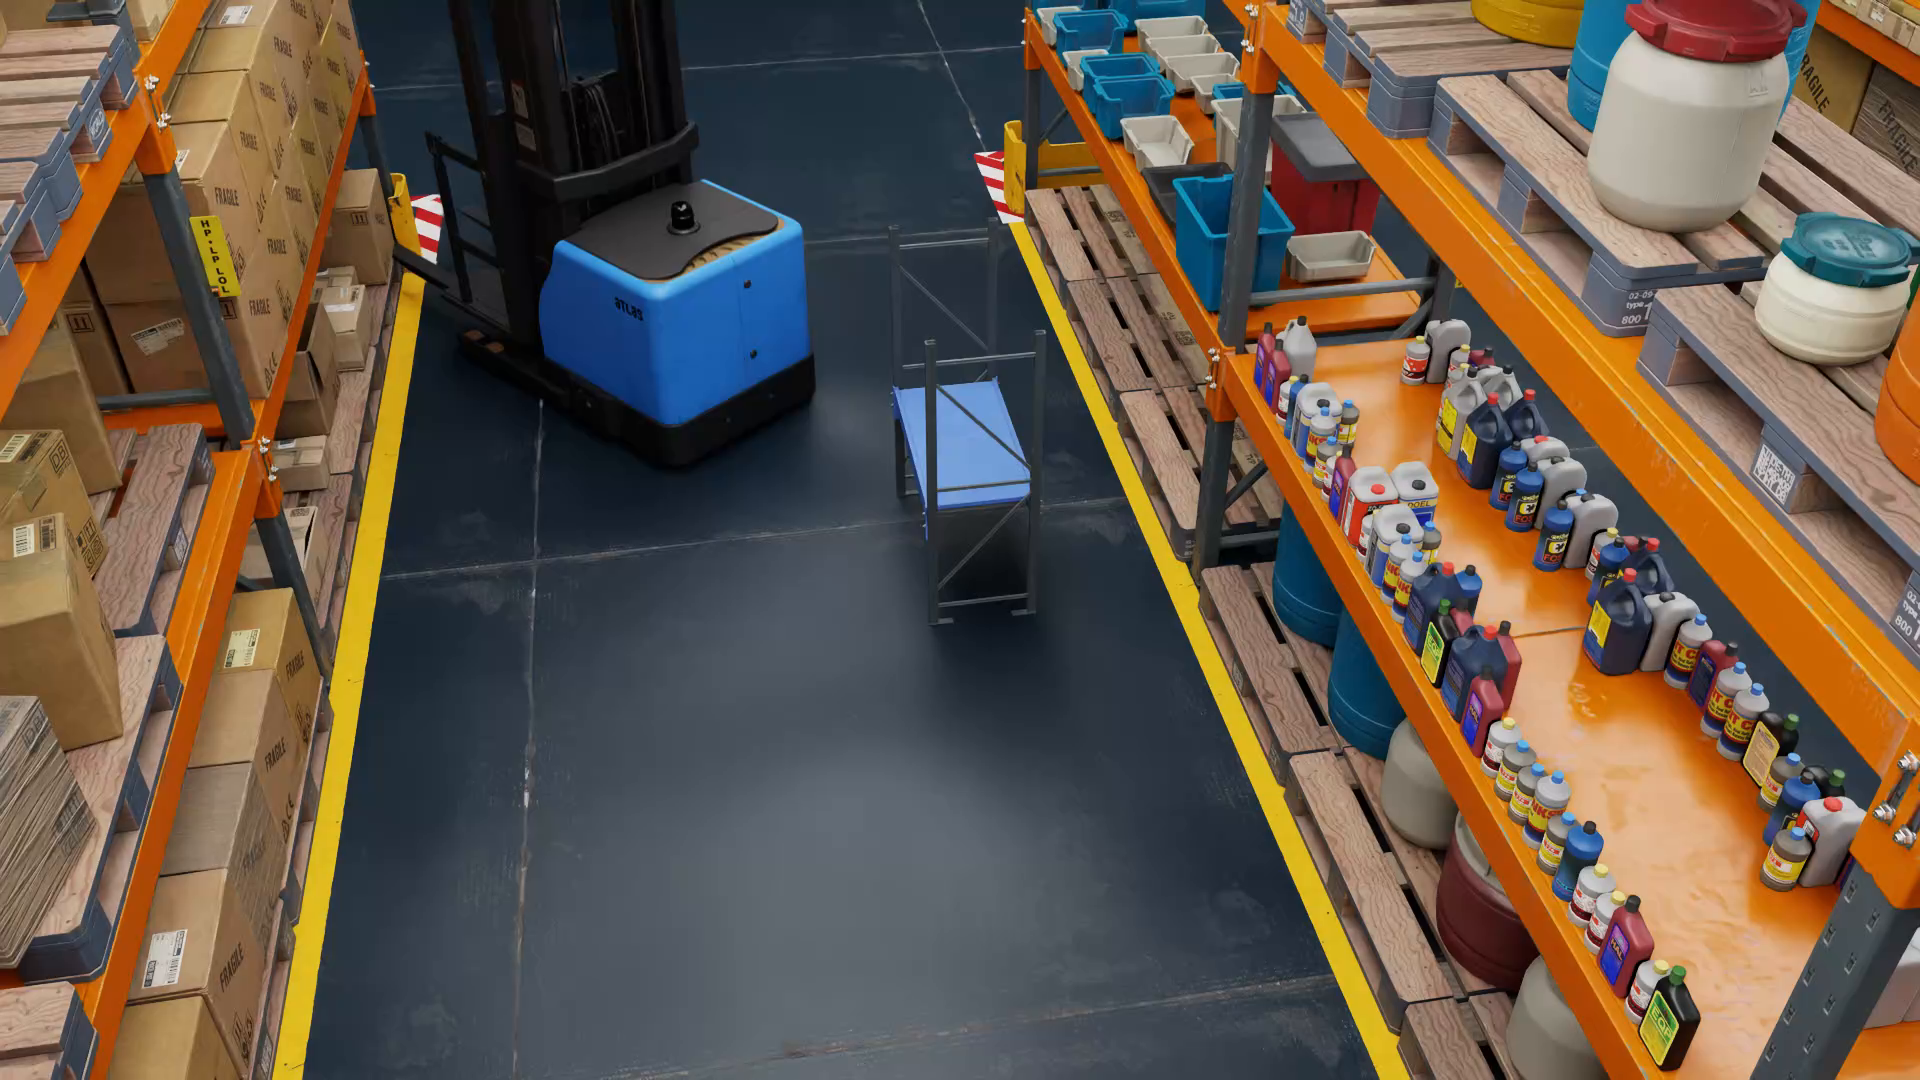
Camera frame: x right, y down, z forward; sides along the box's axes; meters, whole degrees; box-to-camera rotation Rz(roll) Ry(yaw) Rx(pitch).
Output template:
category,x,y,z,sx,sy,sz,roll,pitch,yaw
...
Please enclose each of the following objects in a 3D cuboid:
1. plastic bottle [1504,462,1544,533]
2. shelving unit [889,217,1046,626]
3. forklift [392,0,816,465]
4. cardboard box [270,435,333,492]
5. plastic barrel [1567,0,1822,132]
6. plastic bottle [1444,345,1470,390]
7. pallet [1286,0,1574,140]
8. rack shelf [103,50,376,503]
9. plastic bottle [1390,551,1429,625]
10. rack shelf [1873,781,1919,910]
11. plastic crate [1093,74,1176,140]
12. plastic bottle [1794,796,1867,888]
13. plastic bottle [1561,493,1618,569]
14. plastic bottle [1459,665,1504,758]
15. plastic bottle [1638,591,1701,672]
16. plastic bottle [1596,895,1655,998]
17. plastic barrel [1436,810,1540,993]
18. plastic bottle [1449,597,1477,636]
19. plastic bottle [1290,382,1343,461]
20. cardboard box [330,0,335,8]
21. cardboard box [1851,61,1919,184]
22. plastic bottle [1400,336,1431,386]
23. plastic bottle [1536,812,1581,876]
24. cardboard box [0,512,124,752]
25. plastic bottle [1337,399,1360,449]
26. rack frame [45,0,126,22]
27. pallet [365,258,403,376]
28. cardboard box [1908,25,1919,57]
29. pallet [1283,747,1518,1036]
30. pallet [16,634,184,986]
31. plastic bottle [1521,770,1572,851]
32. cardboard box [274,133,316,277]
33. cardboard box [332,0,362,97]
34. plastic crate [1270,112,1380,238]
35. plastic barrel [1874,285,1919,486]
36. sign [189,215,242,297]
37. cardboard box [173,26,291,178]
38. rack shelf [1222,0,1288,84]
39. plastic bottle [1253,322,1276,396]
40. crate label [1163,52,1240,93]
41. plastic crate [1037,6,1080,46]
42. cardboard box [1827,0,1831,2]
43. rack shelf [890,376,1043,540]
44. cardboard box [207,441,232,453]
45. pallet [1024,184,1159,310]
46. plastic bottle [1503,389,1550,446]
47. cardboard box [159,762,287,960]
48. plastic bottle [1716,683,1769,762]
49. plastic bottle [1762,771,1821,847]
category,x,y,z,sx,sy,sz,roll,pitch,yaw
plastic bottle,2.048,-0.163,6.020,0.097,0.271,0.097,0,38,0
shelving unit,0.015,-0.541,7.623,0.538,1.500,1.048,-6,38,-8
forklift,-2.217,-2.319,8.746,3.031,2.935,1.130,29,46,32
cardboard box,-3.295,-0.371,8.134,0.380,0.166,0.250,-6,38,-8
plastic barrel,2.054,-1.583,4.546,0.600,0.901,0.708,-6,38,-8
plastic bottle,2.039,-0.700,6.768,0.097,0.201,0.097,0,38,0
pallet,1.838,-1.696,5.597,1.213,0.211,1.003,-6,38,-8
rack shelf,-3.624,-1.442,8.148,1.077,0.370,4.000,-6,38,-8
plastic bottle,1.523,0.154,5.612,0.097,0.271,0.097,0,38,0
rack shelf,2.656,1.675,1.690,1.077,0.370,4.000,-6,38,-8
plastic crate,0.905,-2.261,8.703,0.416,0.233,0.300,-6,38,-8
plastic bottle,2.466,0.841,4.724,0.152,0.276,0.135,-6,38,-8
plastic bottle,2.208,-0.050,5.870,0.152,0.276,0.135,-6,38,-8
plastic bottle,1.614,0.525,5.125,0.061,0.283,0.133,-6,38,-8
plastic bottle,2.304,0.283,5.442,0.152,0.276,0.135,-6,38,-8
plastic bottle,1.774,1.076,4.416,0.061,0.283,0.133,-6,38,-8
plastic barrel,2.005,1.178,5.812,0.600,0.588,0.708,-6,38,-8
plastic bottle,1.618,0.326,5.381,0.061,0.283,0.133,-6,38,-8
plastic bottle,1.374,-0.458,6.396,0.152,0.276,0.135,-6,38,-8
cardboard box,-3.626,-3.129,8.836,0.500,0.500,0.500,-7,38,-8
cardboard box,6.129,-2.397,10.179,0.875,0.875,0.875,-6,38,-8
plastic bottle,1.872,-0.742,6.822,0.097,0.201,0.097,0,38,0
plastic bottle,1.720,0.860,4.760,0.097,0.201,0.097,0,38,0
cardboard box,-2.903,0.337,4.847,0.700,0.500,0.500,-16,41,-19
plastic bottle,1.494,-0.453,6.450,0.097,0.201,0.097,0,38,0
rack frame,-3.273,-2.887,4.531,1.000,3.000,0.127,-6,38,-8
pallet,-3.821,-1.306,9.659,1.003,0.211,1.213,-6,38,-8
cardboard box,5.744,-2.872,9.606,0.380,0.149,0.250,-7,38,-8
pallet,1.915,1.261,6.354,1.003,0.211,1.213,-6,38,-8
pallet,-2.918,0.800,4.832,1.003,0.211,1.213,-6,38,-8
plastic bottle,1.703,0.774,4.814,0.097,0.271,0.097,0,38,0
cardboard box,-3.273,-1.506,7.562,0.500,0.500,0.500,-6,38,-8
cardboard box,-3.628,-2.732,9.141,0.500,0.500,0.500,-5,38,-7
plastic crate,1.694,-1.664,7.746,0.402,0.464,0.583,-6,38,-8
plastic barrel,2.209,-0.496,3.206,0.600,0.830,0.708,-6,38,-8
sign,-2.728,-1.037,6.096,0.100,0.325,0.005,-6,38,-8
cardboard box,-3.260,-1.889,7.241,0.500,0.500,0.500,-7,38,-9
rack shelf,1.253,-3.157,7.910,1.077,0.370,4.000,-6,38,-8
plastic bottle,1.248,-0.735,6.746,0.061,0.283,0.133,-6,38,-8
crate label,1.333,-2.569,9.178,0.396,0.136,0.243,-6,38,-8
plastic crate,0.597,-2.997,9.729,0.250,0.136,0.298,-6,38,-8
cardboard box,5.563,-3.493,10.406,0.380,0.149,0.250,-7,38,-9
rack shelf,0.015,-0.399,7.734,0.538,0.185,1.000,-6,38,-8
cardboard box,-3.784,-0.397,8.049,0.500,0.311,0.500,-6,38,-8
pallet,1.009,-1.861,10.374,1.003,0.211,1.213,-6,38,-8
plastic bottle,2.120,-0.398,6.257,0.144,0.351,0.185,-6,38,-8
cardboard box,-2.739,1.165,5.884,0.500,0.500,0.500,-6,38,-7
plastic bottle,2.409,0.550,5.102,0.097,0.271,0.097,0,38,0
plastic bottle,2.413,0.776,4.811,0.097,0.271,0.097,0,38,0
